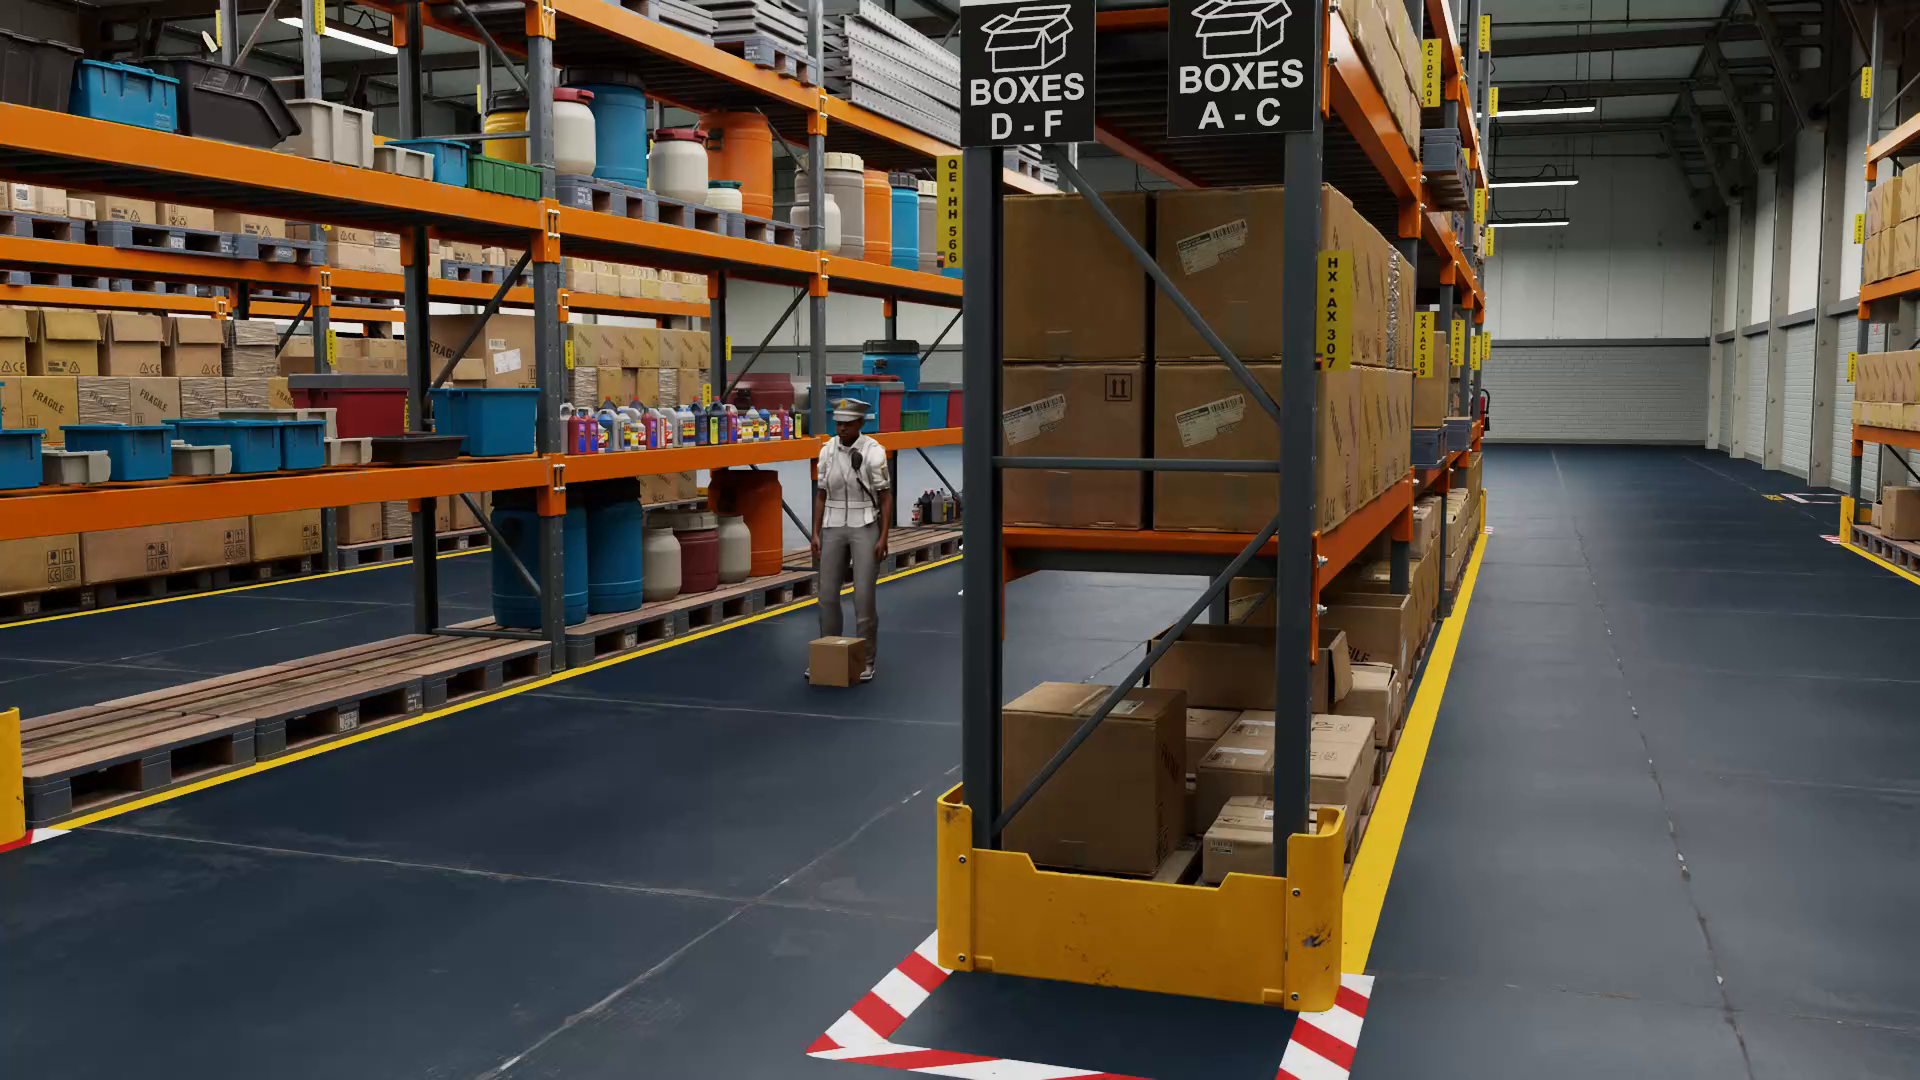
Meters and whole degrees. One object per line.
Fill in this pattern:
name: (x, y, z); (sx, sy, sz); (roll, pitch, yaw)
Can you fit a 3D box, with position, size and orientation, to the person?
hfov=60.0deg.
person: (-0.654, -0.012, 9.872); (0.505, 1.659, 0.416); (2, 6, 19)
